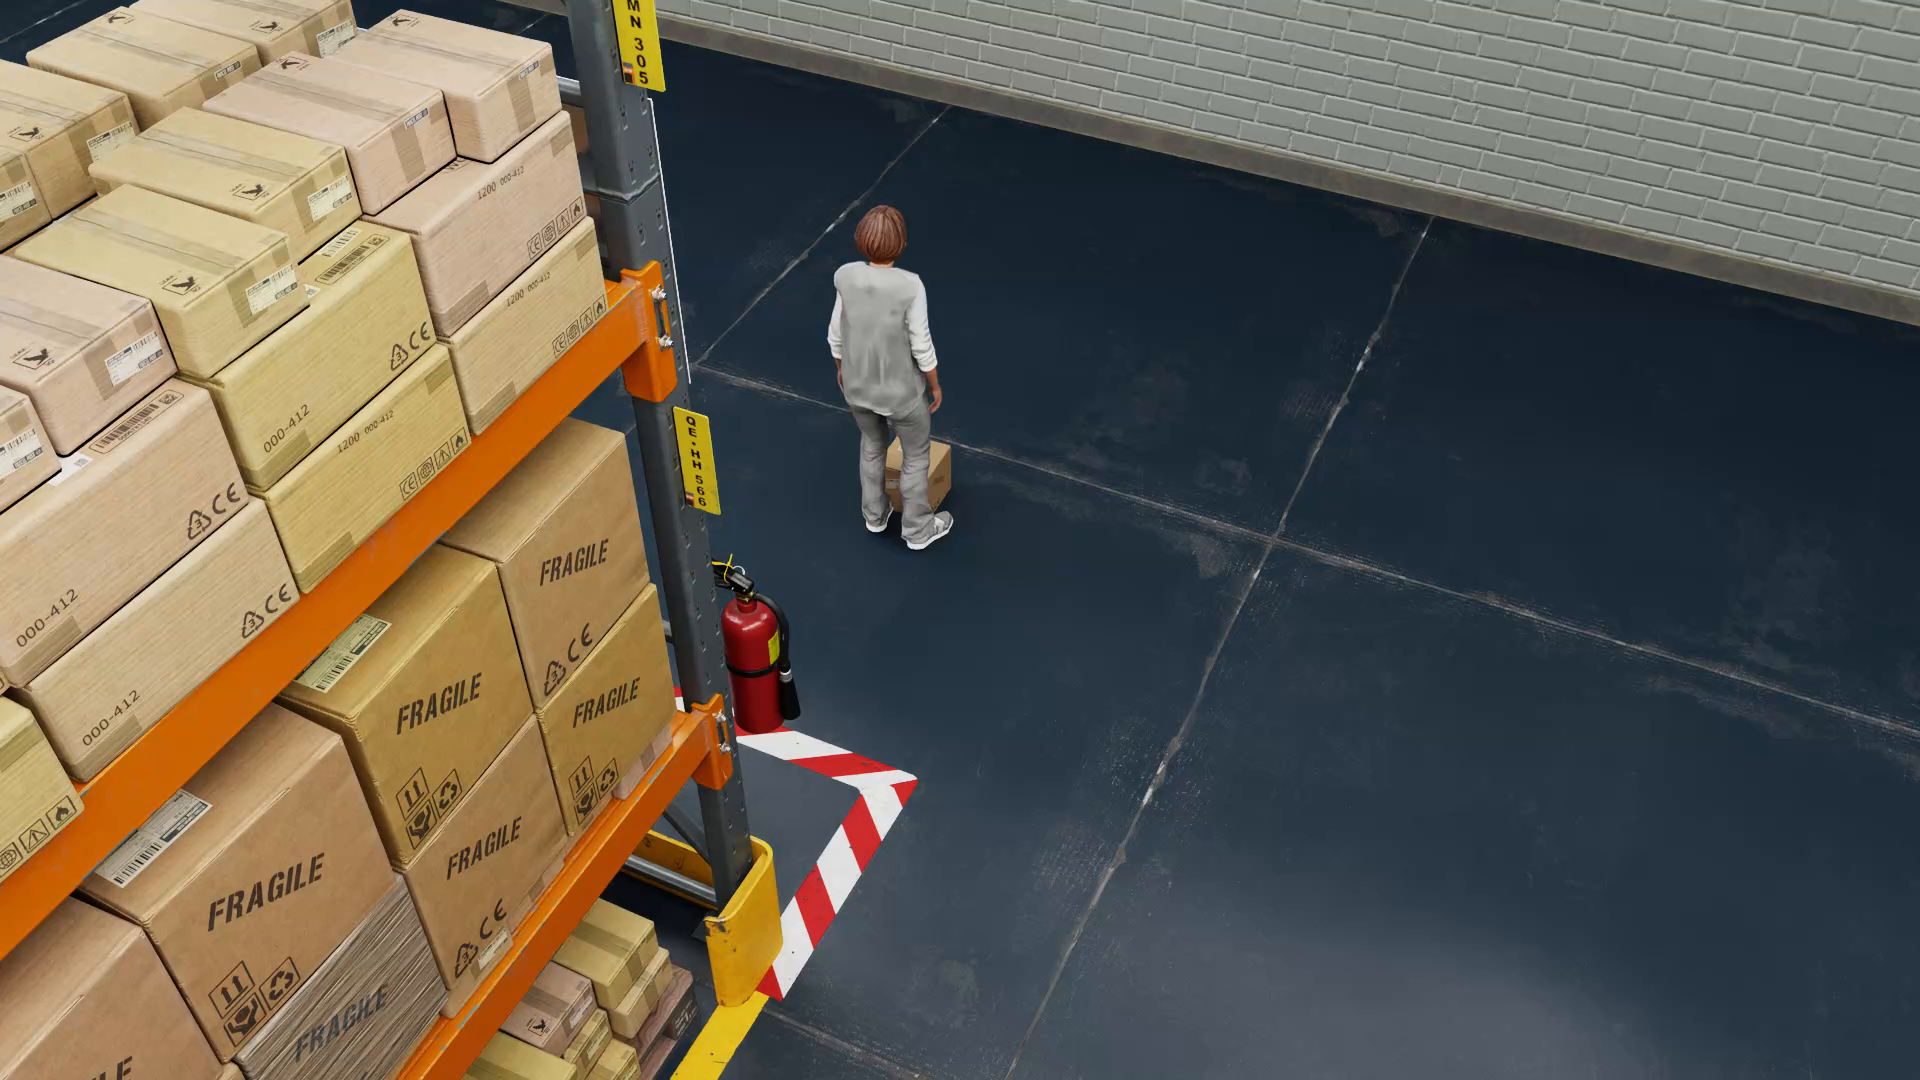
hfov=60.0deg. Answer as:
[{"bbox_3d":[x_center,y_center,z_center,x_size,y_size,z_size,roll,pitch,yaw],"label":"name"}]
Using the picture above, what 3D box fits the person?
[{"bbox_3d":[-0.294,-0.645,6.870,0.485,1.594,0.371,15,45,16],"label":"person"}]
